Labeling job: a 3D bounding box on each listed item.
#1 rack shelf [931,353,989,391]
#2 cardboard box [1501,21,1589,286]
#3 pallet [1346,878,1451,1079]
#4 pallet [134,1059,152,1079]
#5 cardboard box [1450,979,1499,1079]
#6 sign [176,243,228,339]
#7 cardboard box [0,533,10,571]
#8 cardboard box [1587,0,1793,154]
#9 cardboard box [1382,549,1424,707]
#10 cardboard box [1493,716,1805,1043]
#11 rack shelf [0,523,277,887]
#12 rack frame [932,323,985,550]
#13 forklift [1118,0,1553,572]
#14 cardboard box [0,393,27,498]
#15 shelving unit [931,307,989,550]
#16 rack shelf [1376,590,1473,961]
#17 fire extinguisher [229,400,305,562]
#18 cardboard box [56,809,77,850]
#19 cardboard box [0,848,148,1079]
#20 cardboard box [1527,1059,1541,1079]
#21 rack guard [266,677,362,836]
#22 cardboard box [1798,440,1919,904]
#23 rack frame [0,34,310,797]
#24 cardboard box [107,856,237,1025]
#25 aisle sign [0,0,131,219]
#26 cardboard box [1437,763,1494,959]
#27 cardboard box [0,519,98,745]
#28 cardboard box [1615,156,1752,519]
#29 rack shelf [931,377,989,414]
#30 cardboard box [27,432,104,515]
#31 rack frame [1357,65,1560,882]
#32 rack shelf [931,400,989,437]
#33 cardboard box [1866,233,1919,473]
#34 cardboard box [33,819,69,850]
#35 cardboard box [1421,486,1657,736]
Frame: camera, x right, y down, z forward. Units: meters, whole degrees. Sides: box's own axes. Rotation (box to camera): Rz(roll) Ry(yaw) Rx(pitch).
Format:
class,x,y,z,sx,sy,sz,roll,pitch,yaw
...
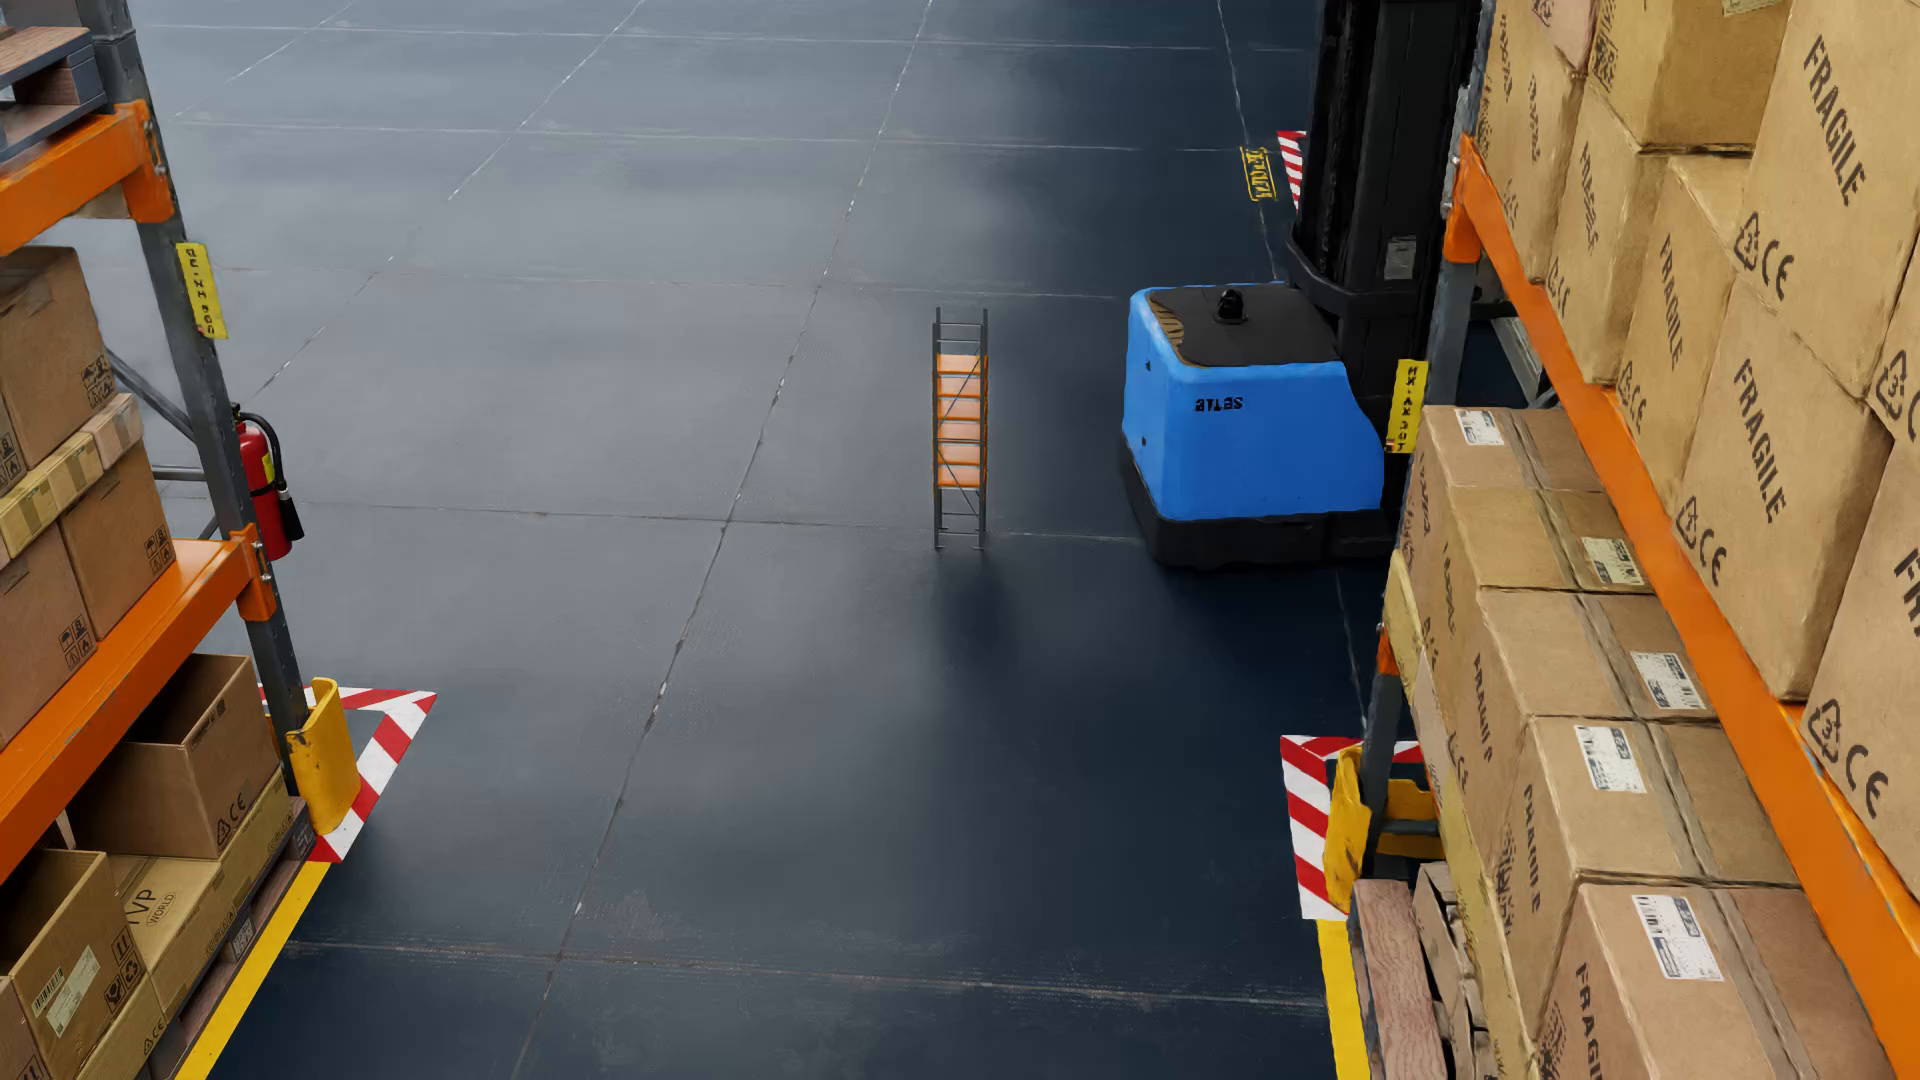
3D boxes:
class,x,y,z,sx,sy,sz,roll,pitch,yaw
rack shelf,0.001,-0.787,7.782,0.258,0.103,0.180,2,32,4
cardboard box,1.597,-0.912,3.897,0.500,0.500,0.500,4,32,7
pallet,1.845,1.623,5.415,1.003,0.211,1.213,2,32,4
pallet,-3.107,1.988,4.823,1.003,0.211,1.213,2,32,4
cardboard box,1.760,1.586,4.960,0.500,0.311,0.500,5,32,8
sign,-2.445,-0.800,5.360,0.100,0.325,0.005,2,32,4
cardboard box,-2.889,0.055,4.589,0.380,0.149,0.250,3,32,5
cardboard box,1.558,-1.061,3.186,0.500,0.500,0.500,3,32,5
cardboard box,1.597,0.270,5.077,0.500,0.250,0.500,2,32,3
cardboard box,1.486,0.744,3.593,0.500,0.500,0.500,3,32,6
rack shelf,-3.148,1.115,4.267,1.077,0.370,4.000,2,32,4
rack frame,-0.006,-0.471,7.870,0.240,1.200,0.006,2,32,4
forklift,2.382,-1.426,7.770,3.031,2.935,1.130,-4,32,-6
cardboard box,-3.077,-0.285,4.522,0.700,0.500,0.500,2,32,3
shelving unit,0.001,-0.518,7.947,0.258,1.200,0.189,2,32,4
rack shelf,1.790,1.325,3.927,1.077,0.370,4.000,2,32,4
fire extinguisher,-2.512,-0.246,5.864,0.296,0.674,0.183,2,32,4
cardboard box,-3.250,1.026,5.947,0.500,0.250,0.500,2,32,4
cardboard box,-2.799,1.252,4.864,0.500,0.500,0.500,2,32,4
cardboard box,1.438,1.335,3.348,0.500,0.250,0.500,2,32,4
rack guard,-2.983,0.815,6.451,1.175,0.500,0.348,2,32,4
cardboard box,1.476,0.198,2.096,0.500,0.500,0.500,0,32,0
rack frame,-2.985,-0.237,5.775,1.000,3.000,0.127,2,32,4
cardboard box,-2.763,1.310,5.486,0.500,0.250,0.500,2,32,4
aisle sign,-2.687,-1.365,5.129,0.394,0.787,0.004,2,32,4
cardboard box,1.521,0.808,4.204,0.500,0.250,0.500,2,32,3
cardboard box,-3.073,0.239,4.908,0.700,0.500,0.500,3,32,5
cardboard box,1.536,-0.359,3.000,0.500,0.500,0.500,4,32,7
rack shelf,0.001,-0.685,7.845,0.258,0.103,0.180,2,32,4
cardboard box,-2.846,-0.211,5.019,0.380,0.149,0.250,3,32,5
rack frame,1.953,-0.027,5.435,1.000,3.000,0.127,2,32,4
rack shelf,0.001,-0.583,7.908,0.258,0.103,0.180,2,32,4
cardboard box,1.432,-0.251,1.872,0.500,0.500,0.500,4,32,7
cardboard box,-3.289,0.968,5.326,0.500,0.500,0.500,2,32,4
cardboard box,1.564,0.204,4.469,0.500,0.500,0.500,3,32,4
